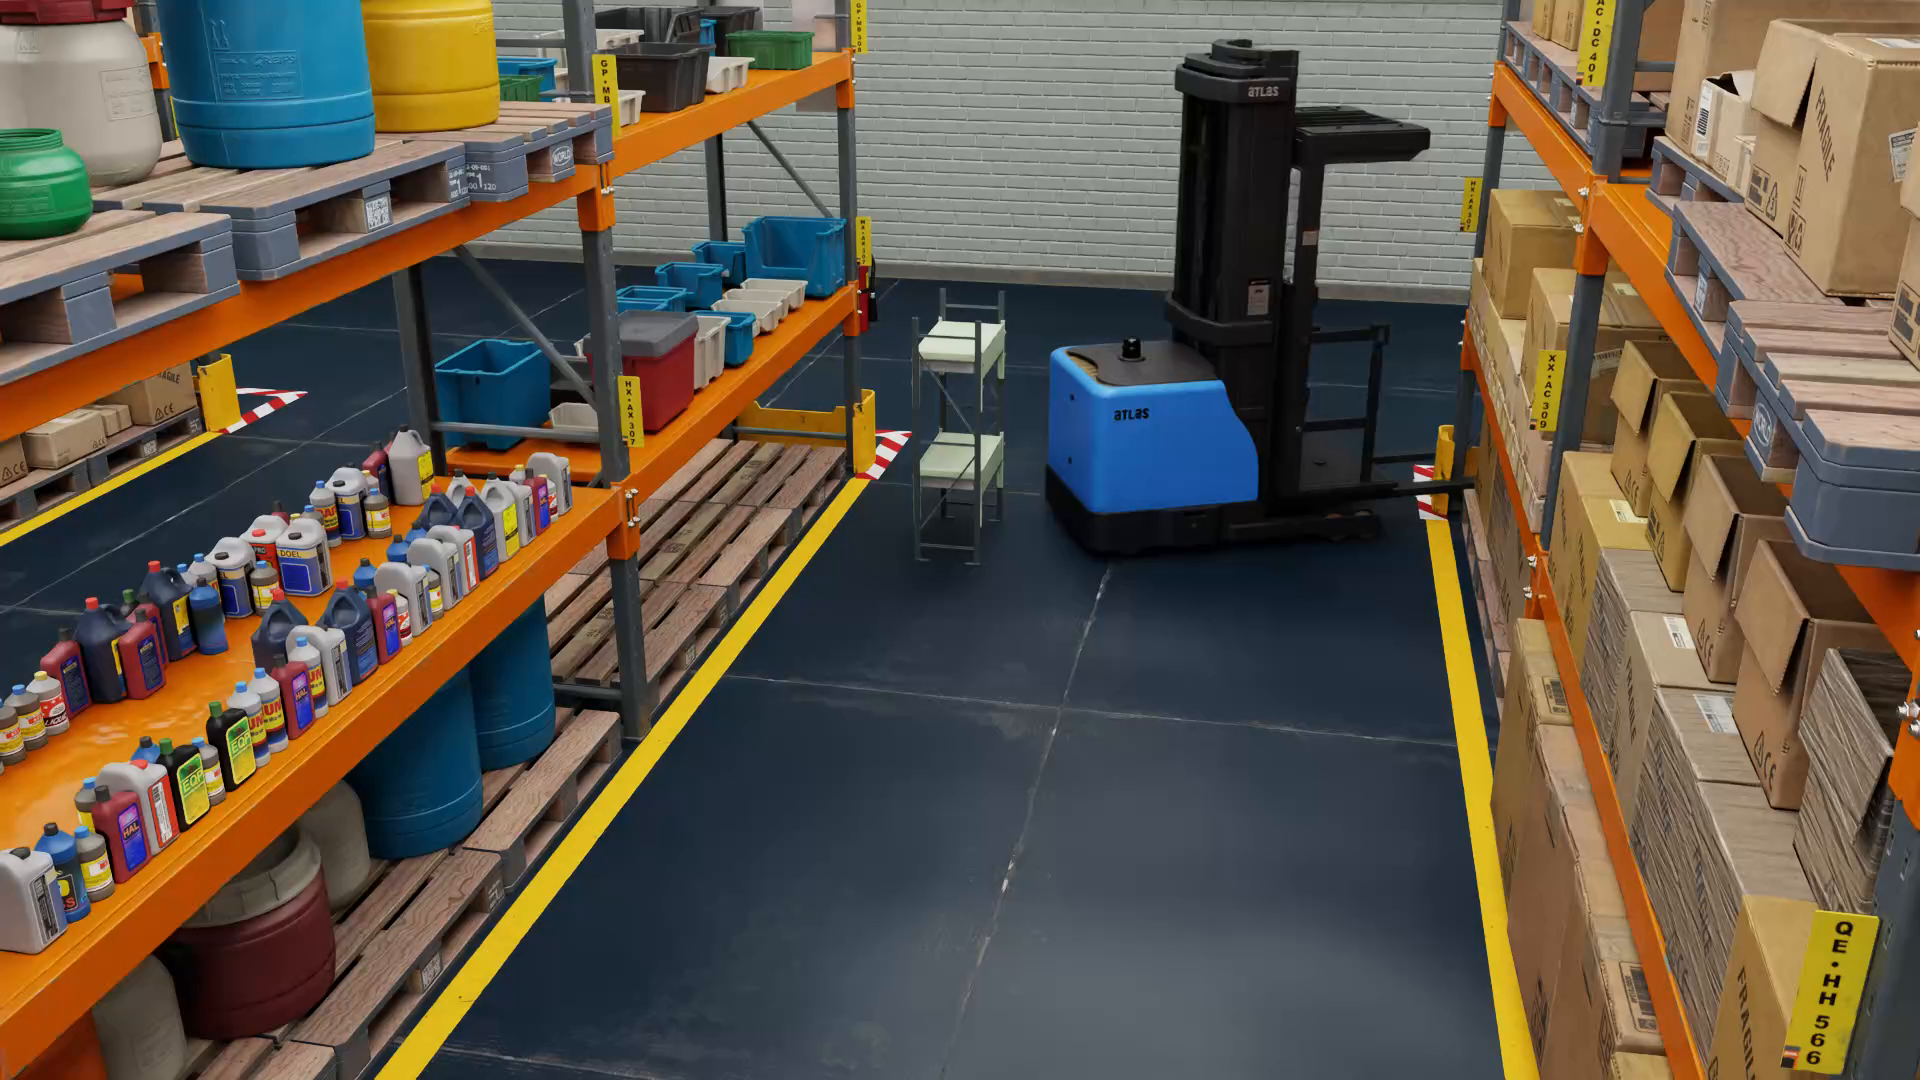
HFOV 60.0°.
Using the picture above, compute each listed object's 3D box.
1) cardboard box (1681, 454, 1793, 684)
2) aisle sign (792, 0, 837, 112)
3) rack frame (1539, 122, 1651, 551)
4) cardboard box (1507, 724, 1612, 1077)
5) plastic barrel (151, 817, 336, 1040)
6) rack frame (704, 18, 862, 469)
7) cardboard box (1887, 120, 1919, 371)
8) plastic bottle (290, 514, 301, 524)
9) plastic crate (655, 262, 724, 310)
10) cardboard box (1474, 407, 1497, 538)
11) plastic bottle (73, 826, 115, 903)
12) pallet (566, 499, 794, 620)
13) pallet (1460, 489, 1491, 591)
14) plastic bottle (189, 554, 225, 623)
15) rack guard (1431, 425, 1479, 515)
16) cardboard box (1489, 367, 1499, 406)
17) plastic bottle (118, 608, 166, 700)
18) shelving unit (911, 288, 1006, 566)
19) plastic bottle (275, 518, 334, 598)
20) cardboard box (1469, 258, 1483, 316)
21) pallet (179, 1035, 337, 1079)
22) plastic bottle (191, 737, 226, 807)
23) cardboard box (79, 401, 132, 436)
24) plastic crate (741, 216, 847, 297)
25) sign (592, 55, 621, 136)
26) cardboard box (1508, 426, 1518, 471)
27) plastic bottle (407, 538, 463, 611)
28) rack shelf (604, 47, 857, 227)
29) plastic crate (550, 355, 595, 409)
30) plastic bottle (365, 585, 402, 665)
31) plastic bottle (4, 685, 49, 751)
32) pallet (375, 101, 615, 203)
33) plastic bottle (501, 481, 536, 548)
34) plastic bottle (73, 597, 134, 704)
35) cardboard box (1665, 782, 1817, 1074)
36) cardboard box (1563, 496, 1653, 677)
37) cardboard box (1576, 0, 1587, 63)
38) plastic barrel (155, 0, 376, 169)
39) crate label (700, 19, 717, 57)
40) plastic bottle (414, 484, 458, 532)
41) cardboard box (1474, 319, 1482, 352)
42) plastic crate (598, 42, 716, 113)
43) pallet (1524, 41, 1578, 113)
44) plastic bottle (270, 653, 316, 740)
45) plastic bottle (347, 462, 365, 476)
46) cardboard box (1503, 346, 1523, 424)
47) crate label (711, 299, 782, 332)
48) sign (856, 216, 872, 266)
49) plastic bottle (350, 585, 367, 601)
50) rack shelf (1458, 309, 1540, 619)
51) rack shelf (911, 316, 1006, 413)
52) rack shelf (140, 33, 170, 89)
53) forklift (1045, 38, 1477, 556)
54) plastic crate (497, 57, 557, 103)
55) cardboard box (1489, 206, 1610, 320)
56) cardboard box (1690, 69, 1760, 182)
[{"bbox_3d":[2.466,0.096,4.624,0.797,0.503,0.637,5,23,13],"label":"cardboard box"},{"bbox_3d":[-0.880,-3.156,10.694,0.394,0.787,0.004,4,22,11],"label":"aisle sign"},{"bbox_3d":[2.851,-0.105,6.600,1.000,3.000,0.127,4,22,11],"label":"rack frame"},{"bbox_3d":[2.558,1.248,5.522,1.225,0.875,0.875,4,22,9],"label":"cardboard box"},{"bbox_3d":[-2.501,1.310,5.750,0.600,0.588,0.708,4,22,11],"label":"plastic barrel"},{"bbox_3d":[-1.182,-1.946,11.170,1.000,3.000,0.127,4,22,11],"label":"rack frame"},{"bbox_3d":[2.089,-0.505,2.877,0.797,0.503,0.637,6,23,14],"label":"cardboard box"},{"bbox_3d":[-2.630,-0.005,6.617,0.097,0.201,0.097,0,22,0],"label":"plastic bottle"},{"bbox_3d":[-1.689,-1.590,10.430,0.416,0.233,0.300,4,22,11],"label":"plastic crate"},{"bbox_3d":[3.615,-0.537,9.955,0.875,0.875,0.875,4,22,11],"label":"cardboard box"},{"bbox_3d":[-2.339,0.862,4.463,0.097,0.201,0.097,0,22,0],"label":"plastic bottle"},{"bbox_3d":[-1.639,0.091,9.845,1.003,0.211,1.213,4,22,11],"label":"pallet"},{"bbox_3d":[3.580,0.024,10.013,1.003,0.211,1.213,4,22,11],"label":"pallet"},{"bbox_3d":[-2.752,0.181,6.062,0.097,0.271,0.097,0,22,0],"label":"plastic bottle"},{"bbox_3d":[3.672,-0.418,10.721,1.175,0.500,0.348,4,22,11],"label":"rack guard"},{"bbox_3d":[2.959,-0.785,8.623,0.380,0.149,0.250,4,22,10],"label":"cardboard box"},{"bbox_3d":[-2.737,0.379,5.554,0.061,0.283,0.133,4,22,11],"label":"plastic bottle"},{"bbox_3d":[-0.001,-0.693,10.067,0.431,1.500,0.755,4,22,11],"label":"shelving unit"},{"bbox_3d":[-2.505,0.065,6.343,0.152,0.276,0.135,4,22,11],"label":"plastic bottle"},{"bbox_3d":[3.305,-1.482,9.820,0.500,0.250,0.500,4,22,9],"label":"cardboard box"},{"bbox_3d":[-2.694,1.982,5.150,1.003,0.211,1.213,4,22,11],"label":"pallet"},{"bbox_3d":[-2.237,0.680,4.916,0.097,0.201,0.097,0,22,0],"label":"plastic bottle"},{"bbox_3d":[-6.071,-0.856,11.667,0.380,0.166,0.250,4,22,11],"label":"cardboard box"},{"bbox_3d":[-1.067,-1.853,10.813,0.616,0.435,0.499,4,22,11],"label":"plastic crate"},{"bbox_3d":[-1.460,-1.836,6.870,0.100,0.325,0.005,4,22,11],"label":"sign"},{"bbox_3d":[2.750,-0.407,7.686,0.380,0.149,0.250,5,22,12],"label":"cardboard box"},{"bbox_3d":[-1.967,0.111,6.230,0.152,0.276,0.135,4,22,11],"label":"plastic bottle"},{"bbox_3d":[-1.590,-2.272,8.928,1.077,0.370,4.000,4,22,11],"label":"rack shelf"},{"bbox_3d":[-2.033,-0.813,8.645,0.437,0.125,0.590,4,22,11],"label":"plastic crate"},{"bbox_3d":[-2.017,0.280,5.799,0.061,0.283,0.133,4,22,11],"label":"plastic bottle"},{"bbox_3d":[-2.942,0.553,5.232,0.097,0.201,0.097,0,22,0],"label":"plastic bottle"},{"bbox_3d":[-2.062,-1.493,6.282,1.213,0.211,1.003,4,22,11],"label":"pallet"},{"bbox_3d":[-1.836,-0.123,6.810,0.152,0.276,0.135,4,22,11],"label":"plastic bottle"},{"bbox_3d":[-2.843,0.349,5.537,0.144,0.351,0.185,4,22,11],"label":"plastic bottle"},{"bbox_3d":[2.000,0.930,3.896,0.500,0.500,0.500,4,22,10],"label":"cardboard box"},{"bbox_3d":[2.410,0.181,5.754,0.500,0.500,0.500,4,22,11],"label":"cardboard box"},{"bbox_3d":[3.066,-2.272,7.134,0.700,0.500,0.500,6,23,14],"label":"cardboard box"},{"bbox_3d":[-2.196,-1.666,5.226,0.600,0.901,0.708,4,22,11],"label":"plastic barrel"},{"bbox_3d":[-1.686,-2.956,9.861,0.408,0.251,0.502,4,22,11],"label":"crate label"},{"bbox_3d":[-2.044,-0.042,6.510,0.144,0.351,0.185,4,22,11],"label":"plastic bottle"},{"bbox_3d":[3.169,-1.160,9.554,0.380,0.149,0.250,4,22,10],"label":"cardboard box"},{"bbox_3d":[-1.476,-2.247,8.078,0.497,0.269,0.590,4,22,11],"label":"plastic crate"},{"bbox_3d":[3.279,-2.199,7.902,1.003,0.211,1.213,4,22,11],"label":"pallet"},{"bbox_3d":[-2.129,0.481,5.300,0.061,0.283,0.133,4,22,11],"label":"plastic bottle"},{"bbox_3d":[-2.543,-0.194,6.992,0.097,0.271,0.097,0,22,0],"label":"plastic bottle"},{"bbox_3d":[2.891,-0.731,7.957,0.500,0.250,0.500,5,22,12],"label":"cardboard box"},{"bbox_3d":[-1.277,-1.331,9.915,0.396,0.136,0.243,4,22,11],"label":"crate label"},{"bbox_3d":[-0.640,-1.986,11.050,0.100,0.325,0.005,4,22,11],"label":"sign"},{"bbox_3d":[-2.098,0.286,5.800,0.097,0.271,0.097,0,22,0],"label":"plastic bottle"},{"bbox_3d":[3.259,-0.503,8.551,1.077,0.370,4.000,4,22,11],"label":"rack shelf"},{"bbox_3d":[-0.001,-1.055,9.922,0.431,0.370,0.720,4,22,11],"label":"rack shelf"},{"bbox_3d":[-6.438,-2.651,9.869,1.077,0.370,4.000,4,22,11],"label":"rack shelf"},{"bbox_3d":[2.129,-1.540,10.255,3.031,2.935,1.130,-5,23,-13],"label":"forklift"},{"bbox_3d":[-2.125,-2.154,7.896,0.416,0.233,0.300,4,22,11],"label":"plastic crate"},{"bbox_3d":[3.103,-1.457,8.755,0.500,0.500,0.500,4,22,9],"label":"cardboard box"},{"bbox_3d":[2.539,-1.256,4.999,0.500,0.311,0.500,4,22,9],"label":"cardboard box"}]
